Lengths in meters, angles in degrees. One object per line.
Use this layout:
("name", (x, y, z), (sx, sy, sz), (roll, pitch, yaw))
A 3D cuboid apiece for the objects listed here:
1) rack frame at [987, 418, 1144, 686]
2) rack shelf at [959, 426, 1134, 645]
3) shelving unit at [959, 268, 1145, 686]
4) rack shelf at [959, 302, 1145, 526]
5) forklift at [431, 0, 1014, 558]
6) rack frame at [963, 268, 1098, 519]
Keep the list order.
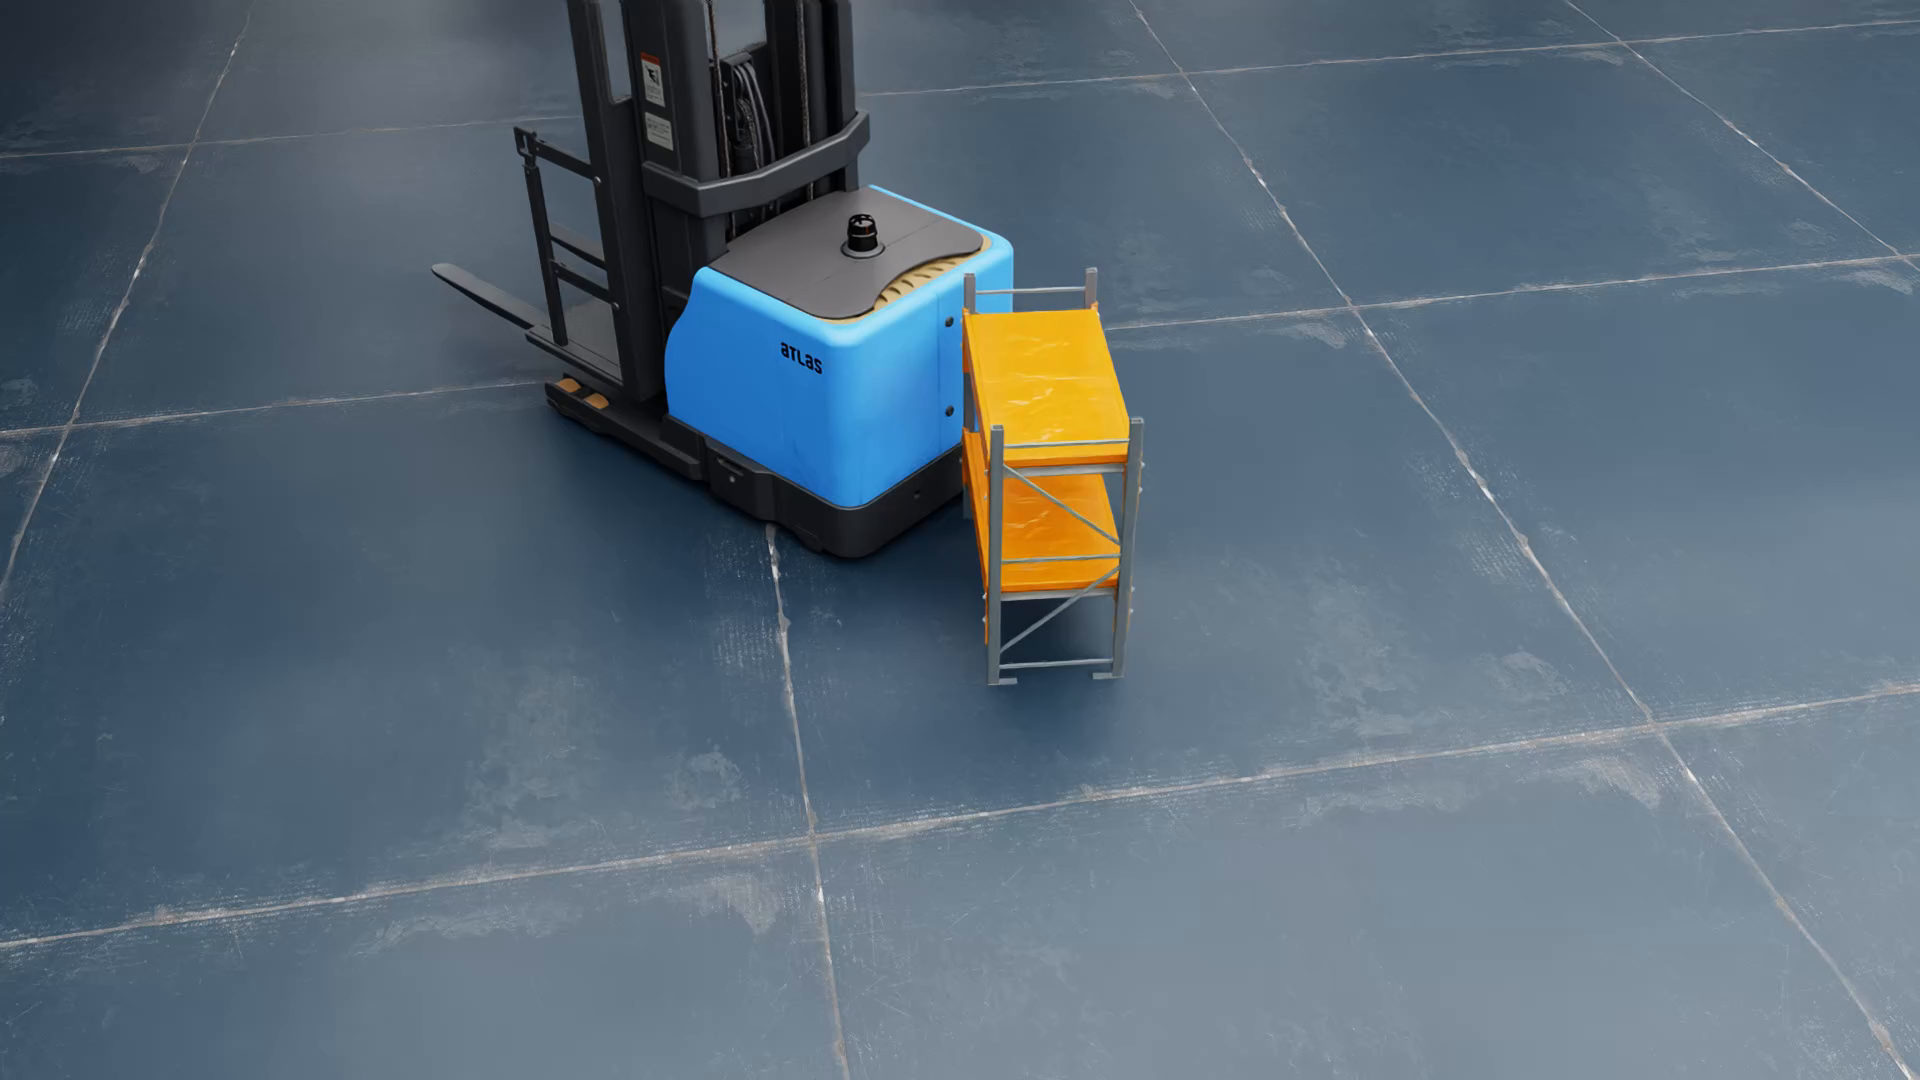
("rack frame", (0.349, 0.067, 5.747), (0.500, 1.125, 0.032), (-3, 38, -4))
("rack shelf", (0.306, -0.051, 6.297), (0.538, 0.278, 1.000), (-3, 38, -4))
("shelving unit", (0.306, -0.244, 6.147), (0.538, 1.125, 1.048), (-3, 38, -4))
("rack shelf", (0.306, -0.475, 5.967), (0.538, 0.278, 1.000), (-3, 38, -4))
("forklift", (-1.217, -1.854, 6.747), (3.031, 2.935, 1.130), (28, 46, 31))
("rack frame", (0.263, -0.554, 6.547), (0.500, 1.125, 0.032), (-3, 38, -4))
